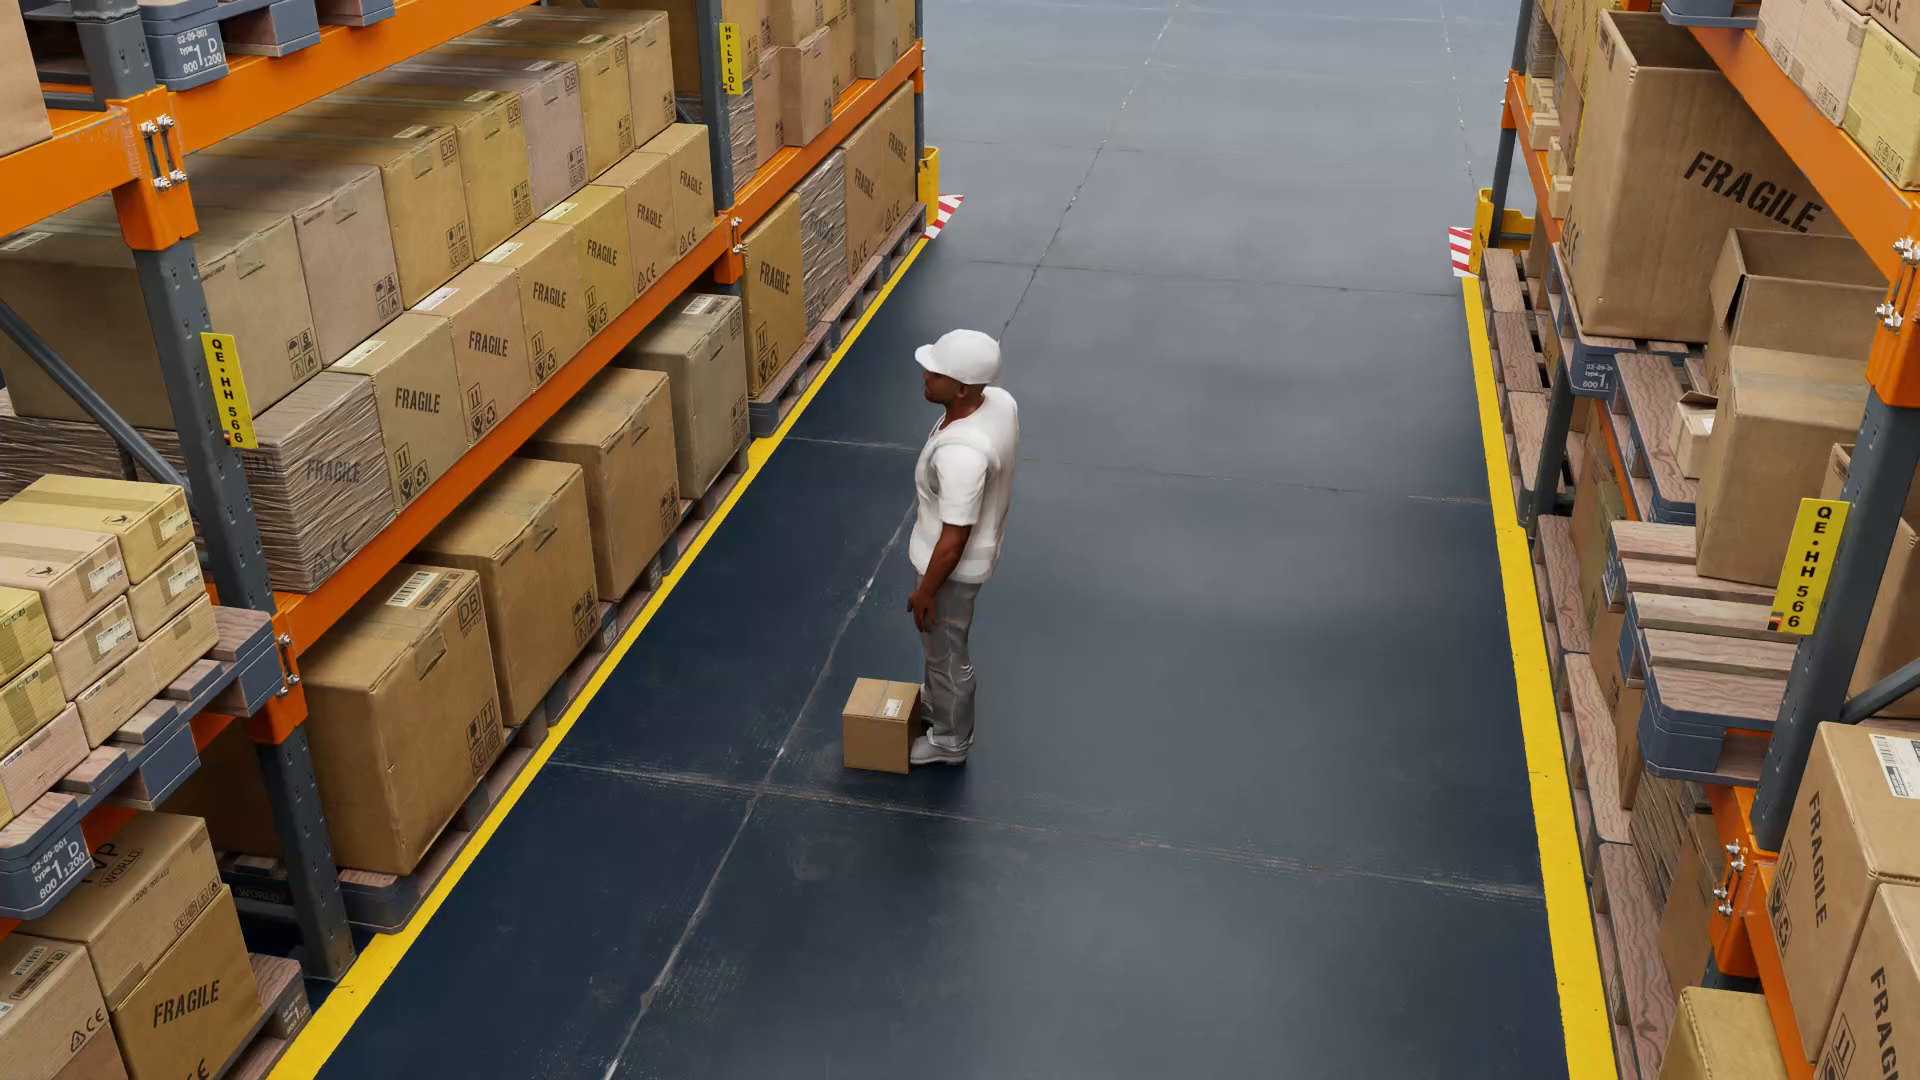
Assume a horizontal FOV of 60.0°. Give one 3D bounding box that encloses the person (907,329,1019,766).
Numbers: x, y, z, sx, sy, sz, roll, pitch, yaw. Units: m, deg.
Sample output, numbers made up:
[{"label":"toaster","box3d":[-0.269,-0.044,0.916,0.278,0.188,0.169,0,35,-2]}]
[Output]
[{"label":"person","box3d":[-0.096,0.046,5.997,0.574,1.769,0.665,6,29,11]}]
